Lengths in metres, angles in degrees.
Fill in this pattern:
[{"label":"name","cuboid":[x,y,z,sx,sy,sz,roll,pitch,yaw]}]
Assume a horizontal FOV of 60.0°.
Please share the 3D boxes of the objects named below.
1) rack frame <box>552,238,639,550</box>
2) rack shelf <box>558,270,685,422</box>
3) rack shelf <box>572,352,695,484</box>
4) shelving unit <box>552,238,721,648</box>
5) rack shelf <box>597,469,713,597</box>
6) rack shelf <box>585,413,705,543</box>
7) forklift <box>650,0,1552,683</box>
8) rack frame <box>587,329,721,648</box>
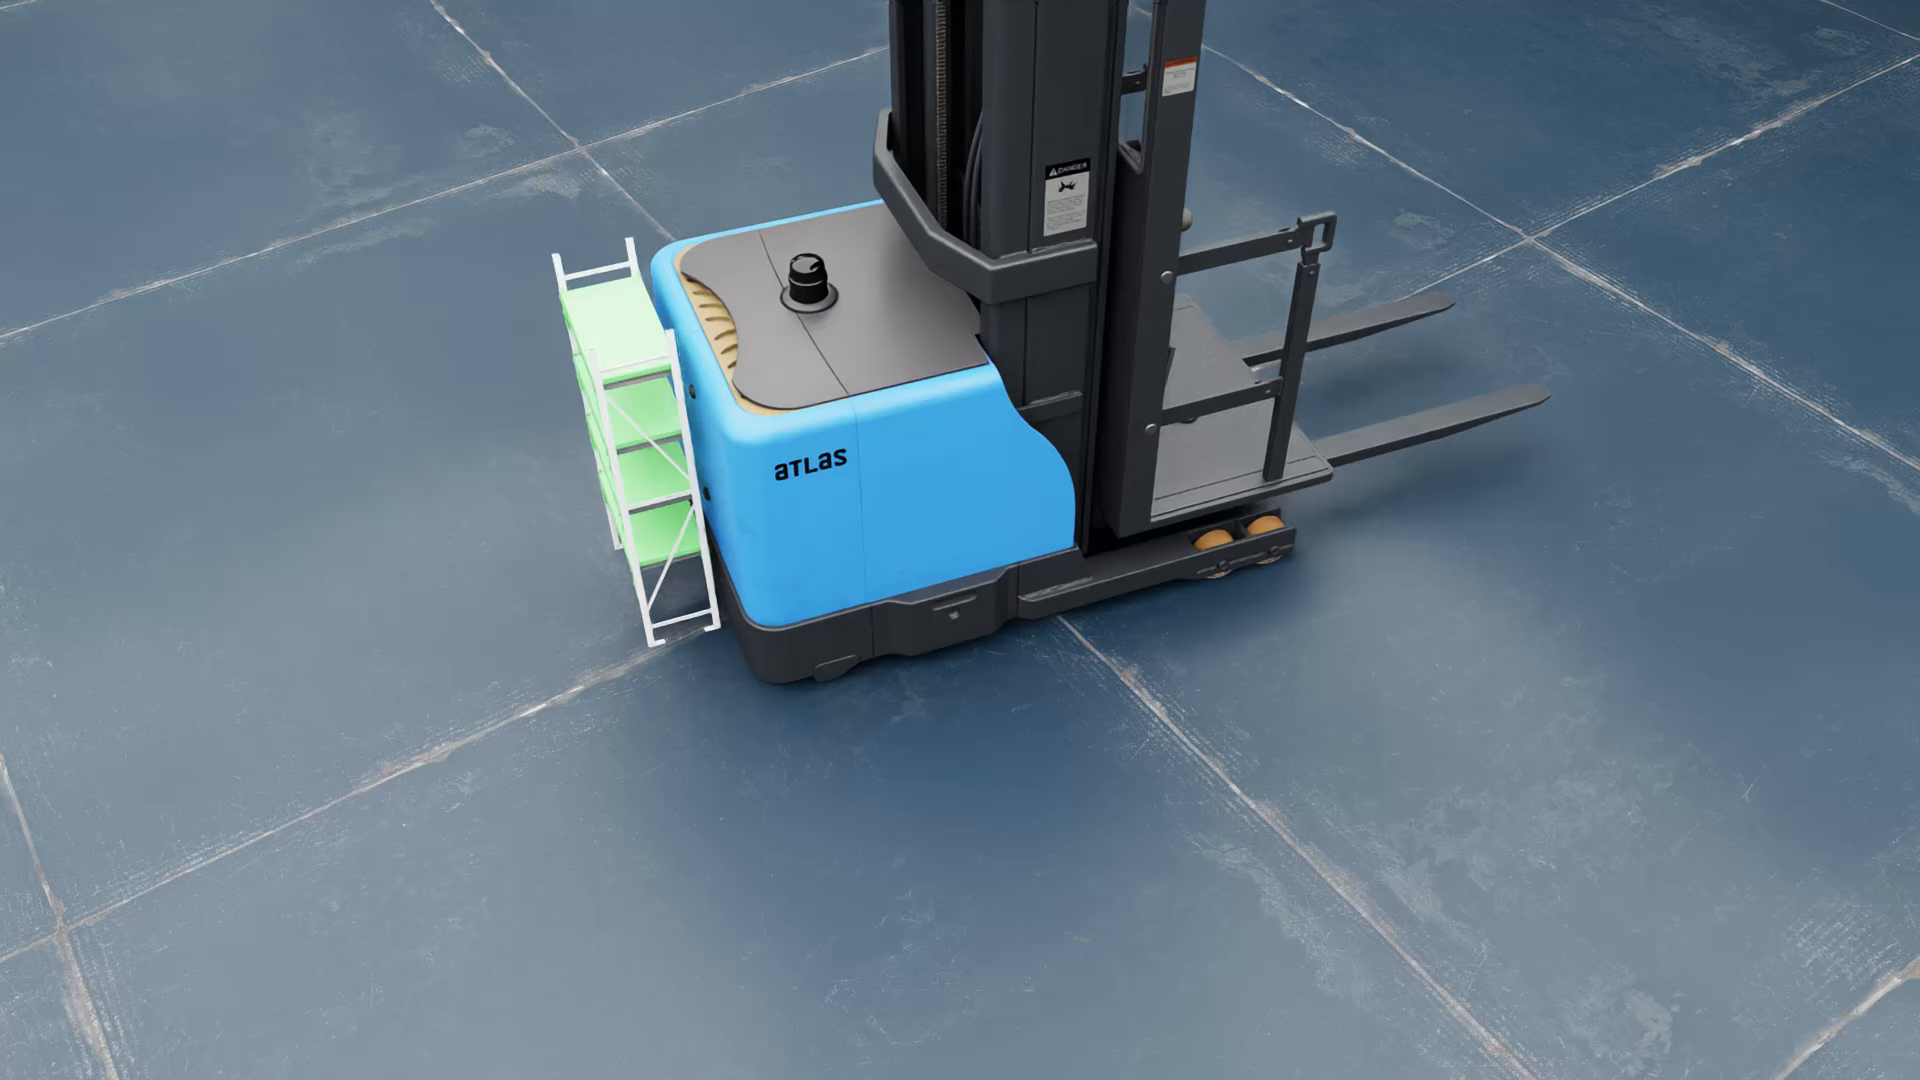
[{"label":"rack frame","cuboid":[-1.080,-0.433,5.333,0.240,1.200,0.015,-15,46,-15]},{"label":"rack shelf","cuboid":[-0.995,-0.576,4.880,0.258,0.148,0.480,-15,46,-15]},{"label":"rack shelf","cuboid":[-0.993,-0.403,5.046,0.258,0.148,0.480,-15,46,-15]},{"label":"shelving unit","cuboid":[-0.991,-0.276,5.168,0.258,1.200,0.503,-15,46,-15]},{"label":"rack shelf","cuboid":[-0.988,-0.057,5.379,0.258,0.148,0.480,-15,46,-15]},{"label":"rack shelf","cuboid":[-0.991,-0.230,5.212,0.258,0.148,0.480,-15,46,-15]},{"label":"forklift","cuboid":[0.597,-1.256,4.943,3.031,2.935,1.130,-15,46,-15]},{"label":"rack frame","cuboid":[-0.903,-0.119,5.004,0.240,1.200,0.015,-15,46,-15]}]
